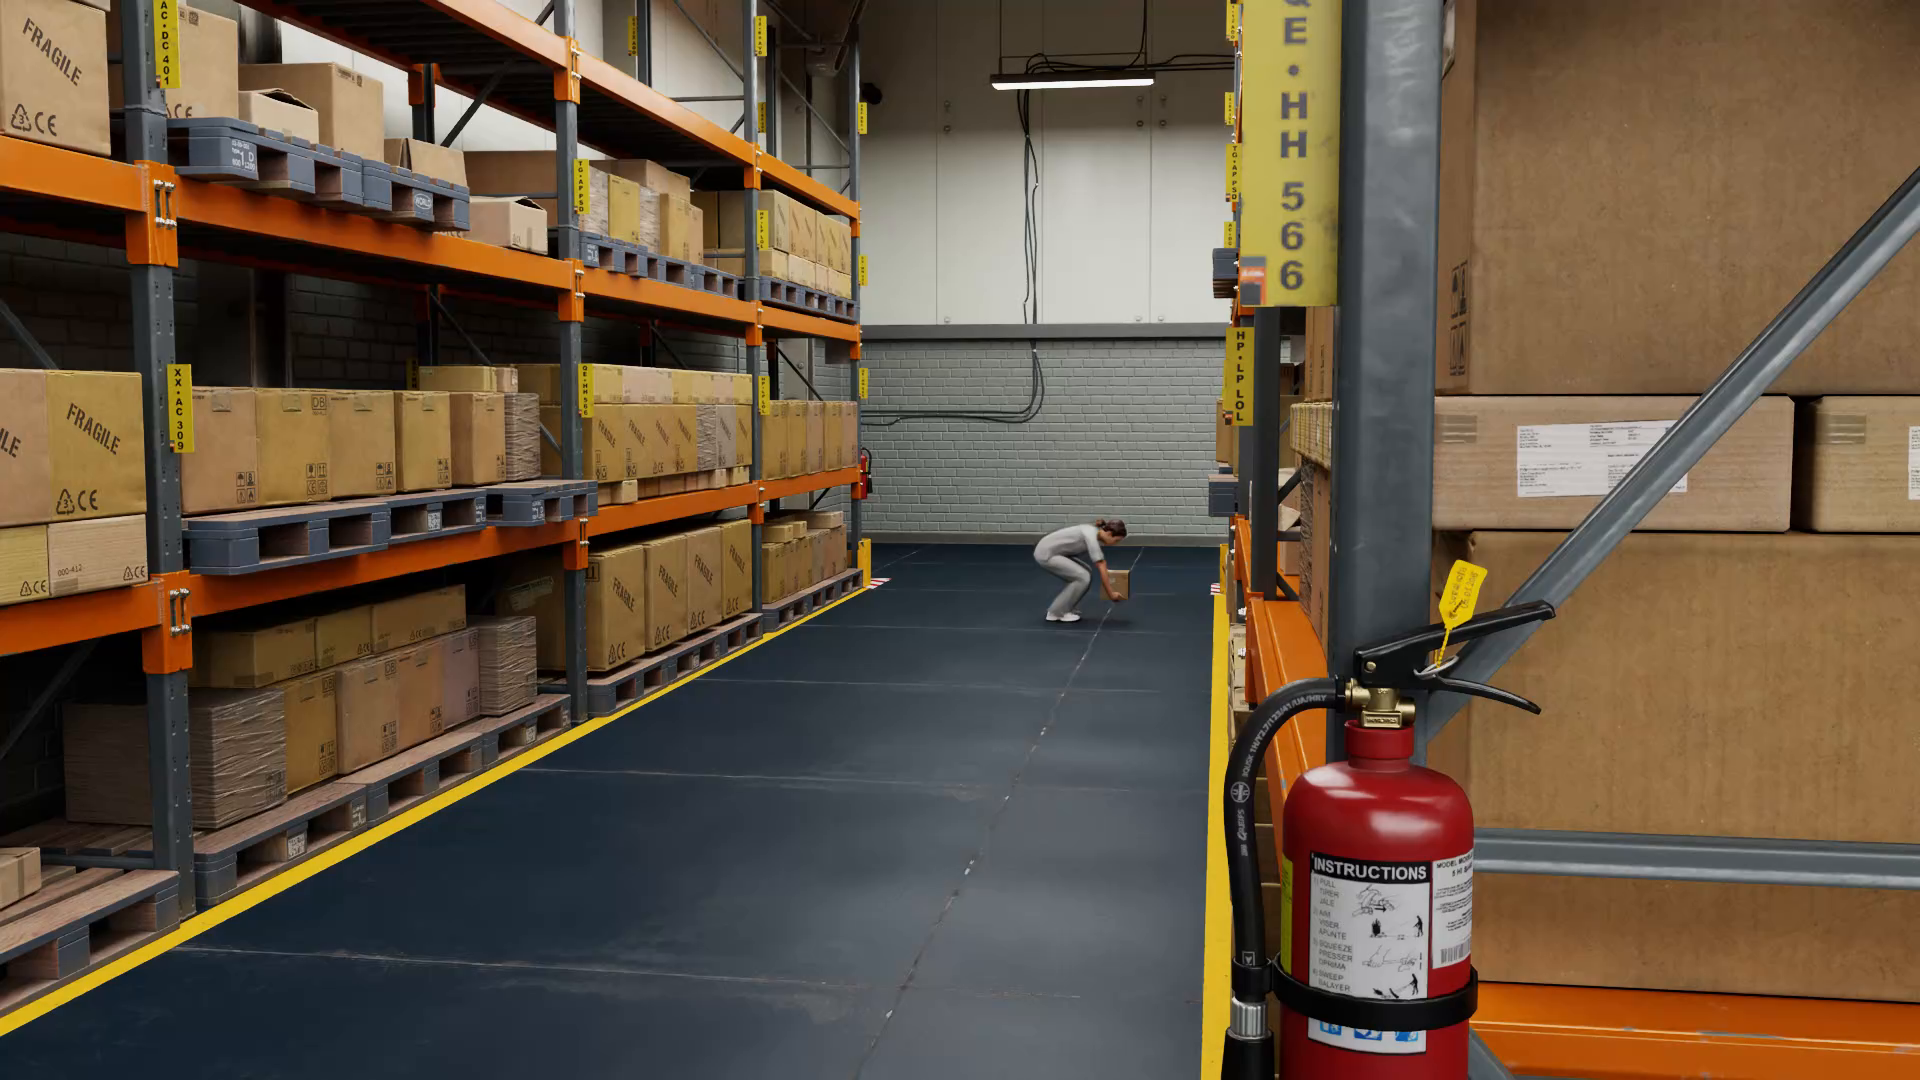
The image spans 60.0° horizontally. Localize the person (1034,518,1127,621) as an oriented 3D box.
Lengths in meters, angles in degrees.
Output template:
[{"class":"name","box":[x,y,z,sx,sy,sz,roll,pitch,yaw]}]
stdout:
[{"class":"person","box":[1.096,0.270,15.189,0.842,0.929,0.472,1,5,7]}]
